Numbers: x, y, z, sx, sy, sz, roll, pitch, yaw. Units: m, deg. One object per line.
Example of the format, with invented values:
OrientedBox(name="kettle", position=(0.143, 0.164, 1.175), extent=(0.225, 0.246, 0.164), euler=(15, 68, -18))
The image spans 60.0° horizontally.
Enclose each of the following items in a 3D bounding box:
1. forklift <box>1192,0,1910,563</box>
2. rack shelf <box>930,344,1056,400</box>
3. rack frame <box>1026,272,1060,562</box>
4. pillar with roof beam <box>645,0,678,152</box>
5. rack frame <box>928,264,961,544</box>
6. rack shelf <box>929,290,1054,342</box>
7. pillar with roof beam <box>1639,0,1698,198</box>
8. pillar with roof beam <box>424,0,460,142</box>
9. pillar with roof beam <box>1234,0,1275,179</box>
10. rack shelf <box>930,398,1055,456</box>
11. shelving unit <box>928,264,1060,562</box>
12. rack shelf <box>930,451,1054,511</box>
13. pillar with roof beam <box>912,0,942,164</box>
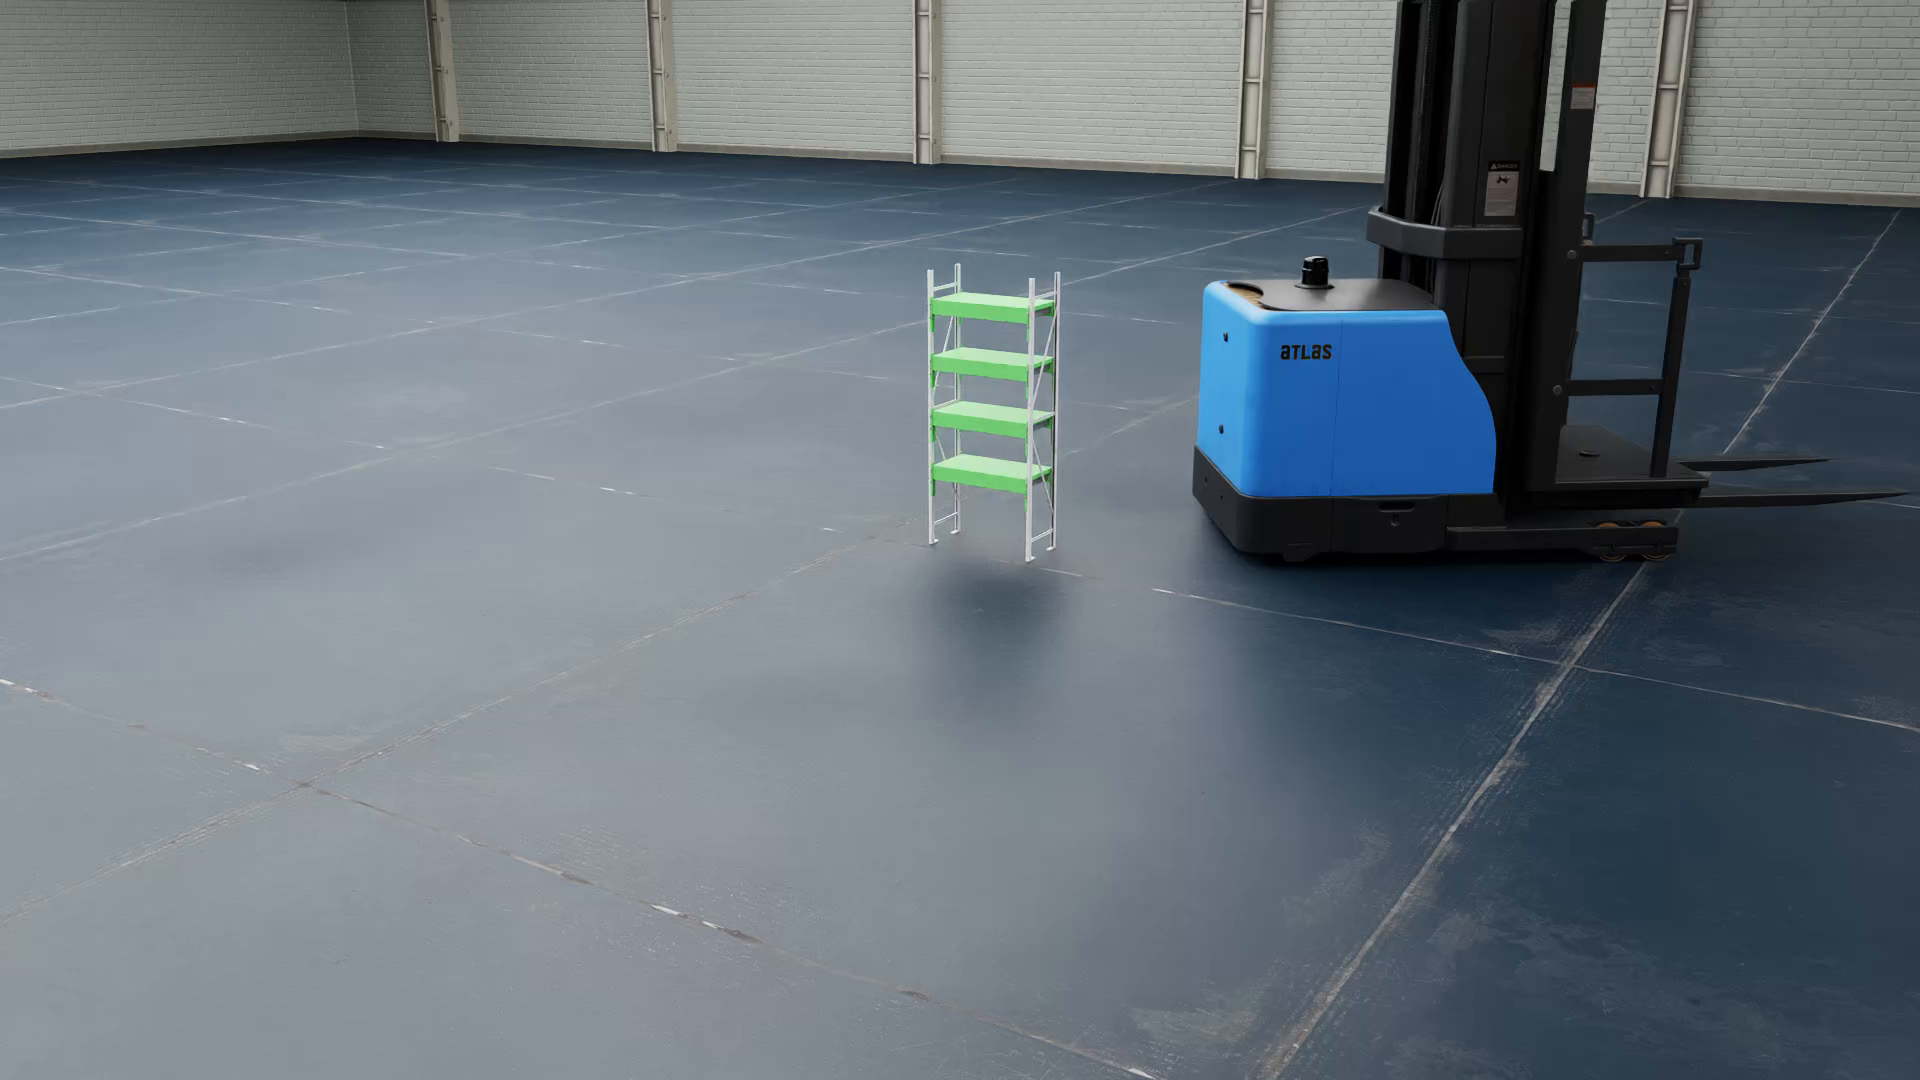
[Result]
OrientedBox(name="forklift", position=(2.640, -1.460, 7.144), extent=(3.031, 2.935, 1.130), euler=(-1, 17, -4))
OrientedBox(name="rack shelf", position=(0.141, -0.717, 7.073), extent=(0.480, 0.148, 0.258), euler=(10, 20, 30))
OrientedBox(name="rack frame", position=(0.349, -0.512, 7.002), extent=(0.015, 1.200, 0.240), euler=(10, 20, 30))
OrientedBox(name="pillar with roof beam", position=(-7.934, -10.739, 27.253), extent=(0.400, 9.000, 9.100), euler=(10, 20, 30))
OrientedBox(name="rack frame", position=(-0.067, -0.586, 7.246), extent=(0.015, 1.200, 0.240), euler=(10, 20, 30))
OrientedBox(name="rack shelf", position=(0.141, -0.947, 7.003), extent=(0.480, 0.148, 0.258), euler=(10, 20, 30))
OrientedBox(name="pillar with roof beam", position=(7.404, -8.001, 18.239), extent=(0.400, 9.000, 9.100), euler=(10, 20, 30))
OrientedBox(name="pillar with roof beam", position=(-13.047, -11.652, 30.257), extent=(0.400, 9.000, 9.100), euler=(10, 20, 30))
OrientedBox(name="pillar with roof beam", position=(2.291, -8.914, 21.244), extent=(0.400, 9.000, 9.100), euler=(10, 20, 30))
OrientedBox(name="rack shelf", position=(0.141, -0.488, 7.142), extent=(0.480, 0.148, 0.258), euler=(10, 20, 30))
OrientedBox(name="shelving unit", position=(0.141, -0.549, 7.124), extent=(0.503, 1.200, 0.258), euler=(10, 20, 30))
OrientedBox(name="rack shelf", position=(0.141, -0.258, 7.212), extent=(0.480, 0.148, 0.258), euler=(10, 20, 30))
OrientedBox(name="pillar with roof beam", position=(-2.822, -9.826, 24.248), extent=(0.400, 9.000, 9.100), euler=(10, 20, 30))
